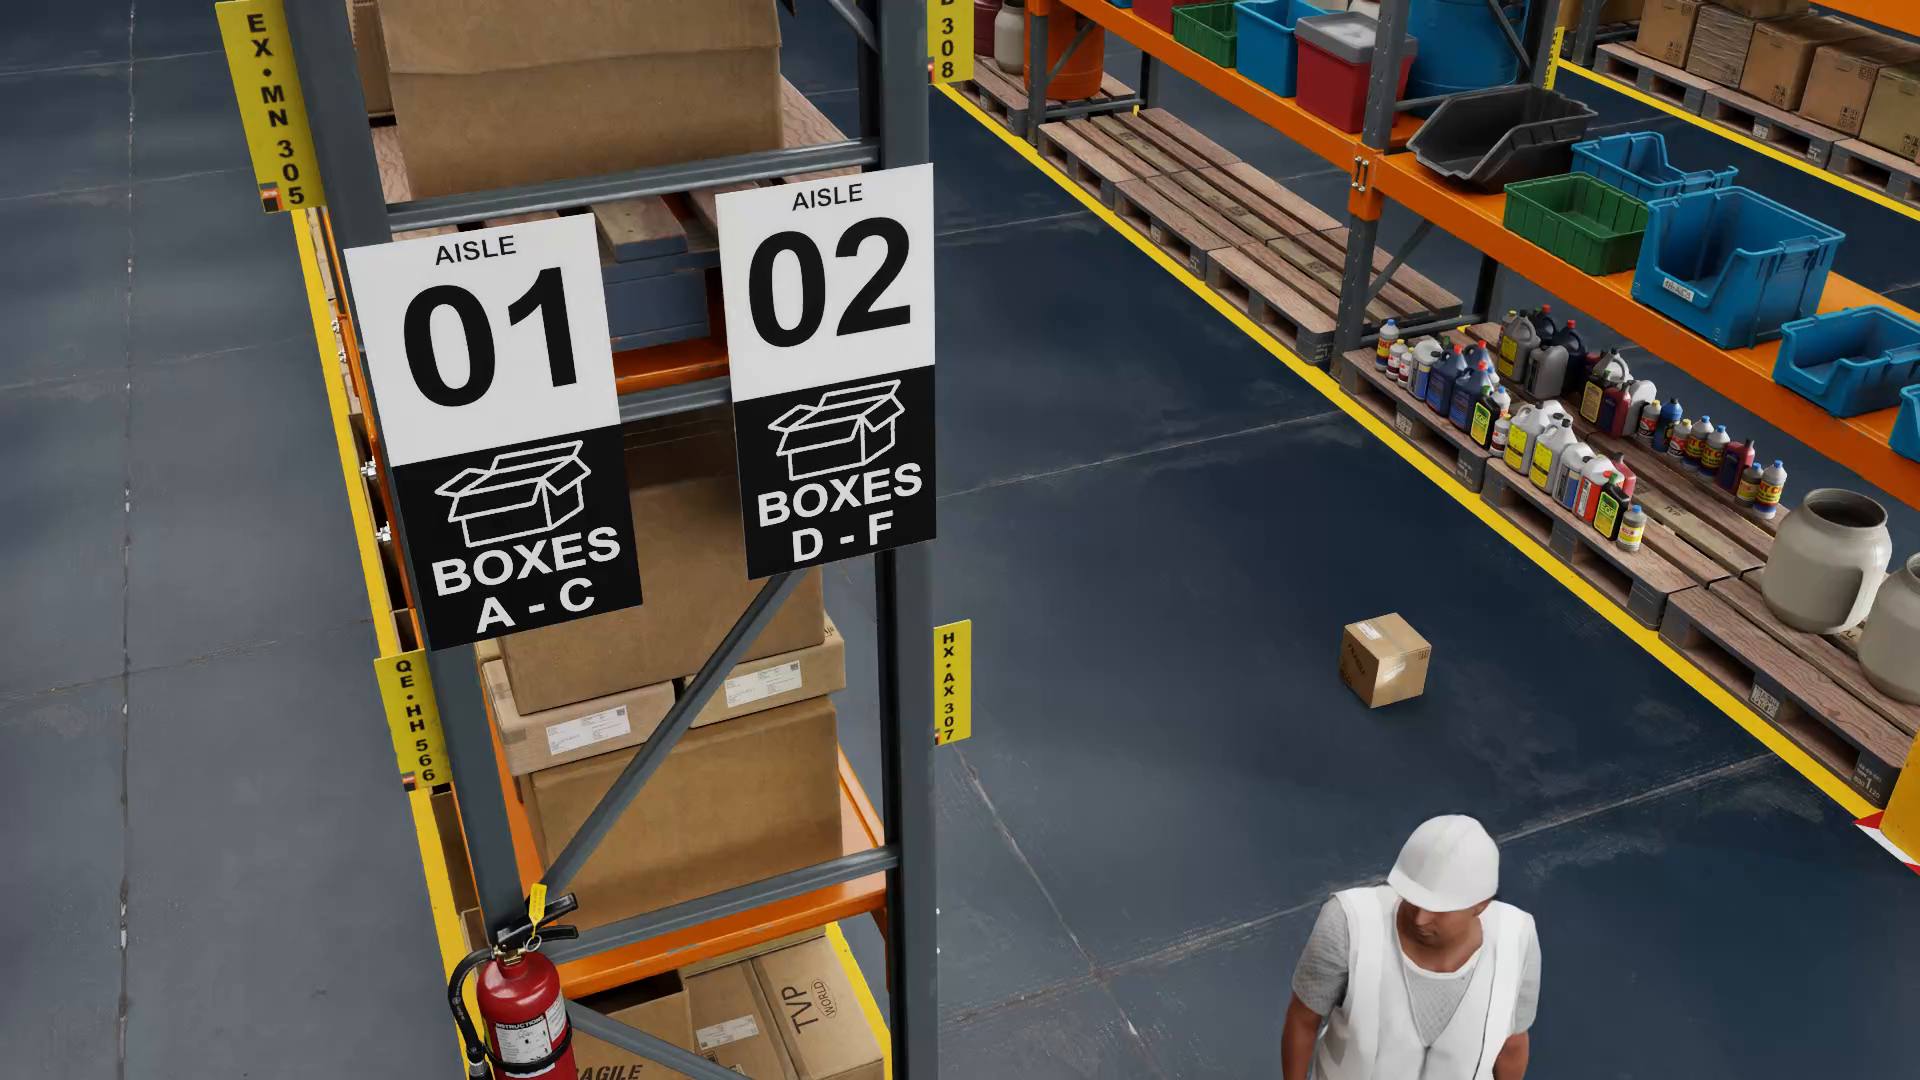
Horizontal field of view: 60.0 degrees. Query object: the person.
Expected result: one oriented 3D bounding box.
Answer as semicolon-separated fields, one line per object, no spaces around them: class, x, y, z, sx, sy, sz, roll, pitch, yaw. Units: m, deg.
person;1.053;1.366;3.996;0.584;1.771;0.700;2;33;3
